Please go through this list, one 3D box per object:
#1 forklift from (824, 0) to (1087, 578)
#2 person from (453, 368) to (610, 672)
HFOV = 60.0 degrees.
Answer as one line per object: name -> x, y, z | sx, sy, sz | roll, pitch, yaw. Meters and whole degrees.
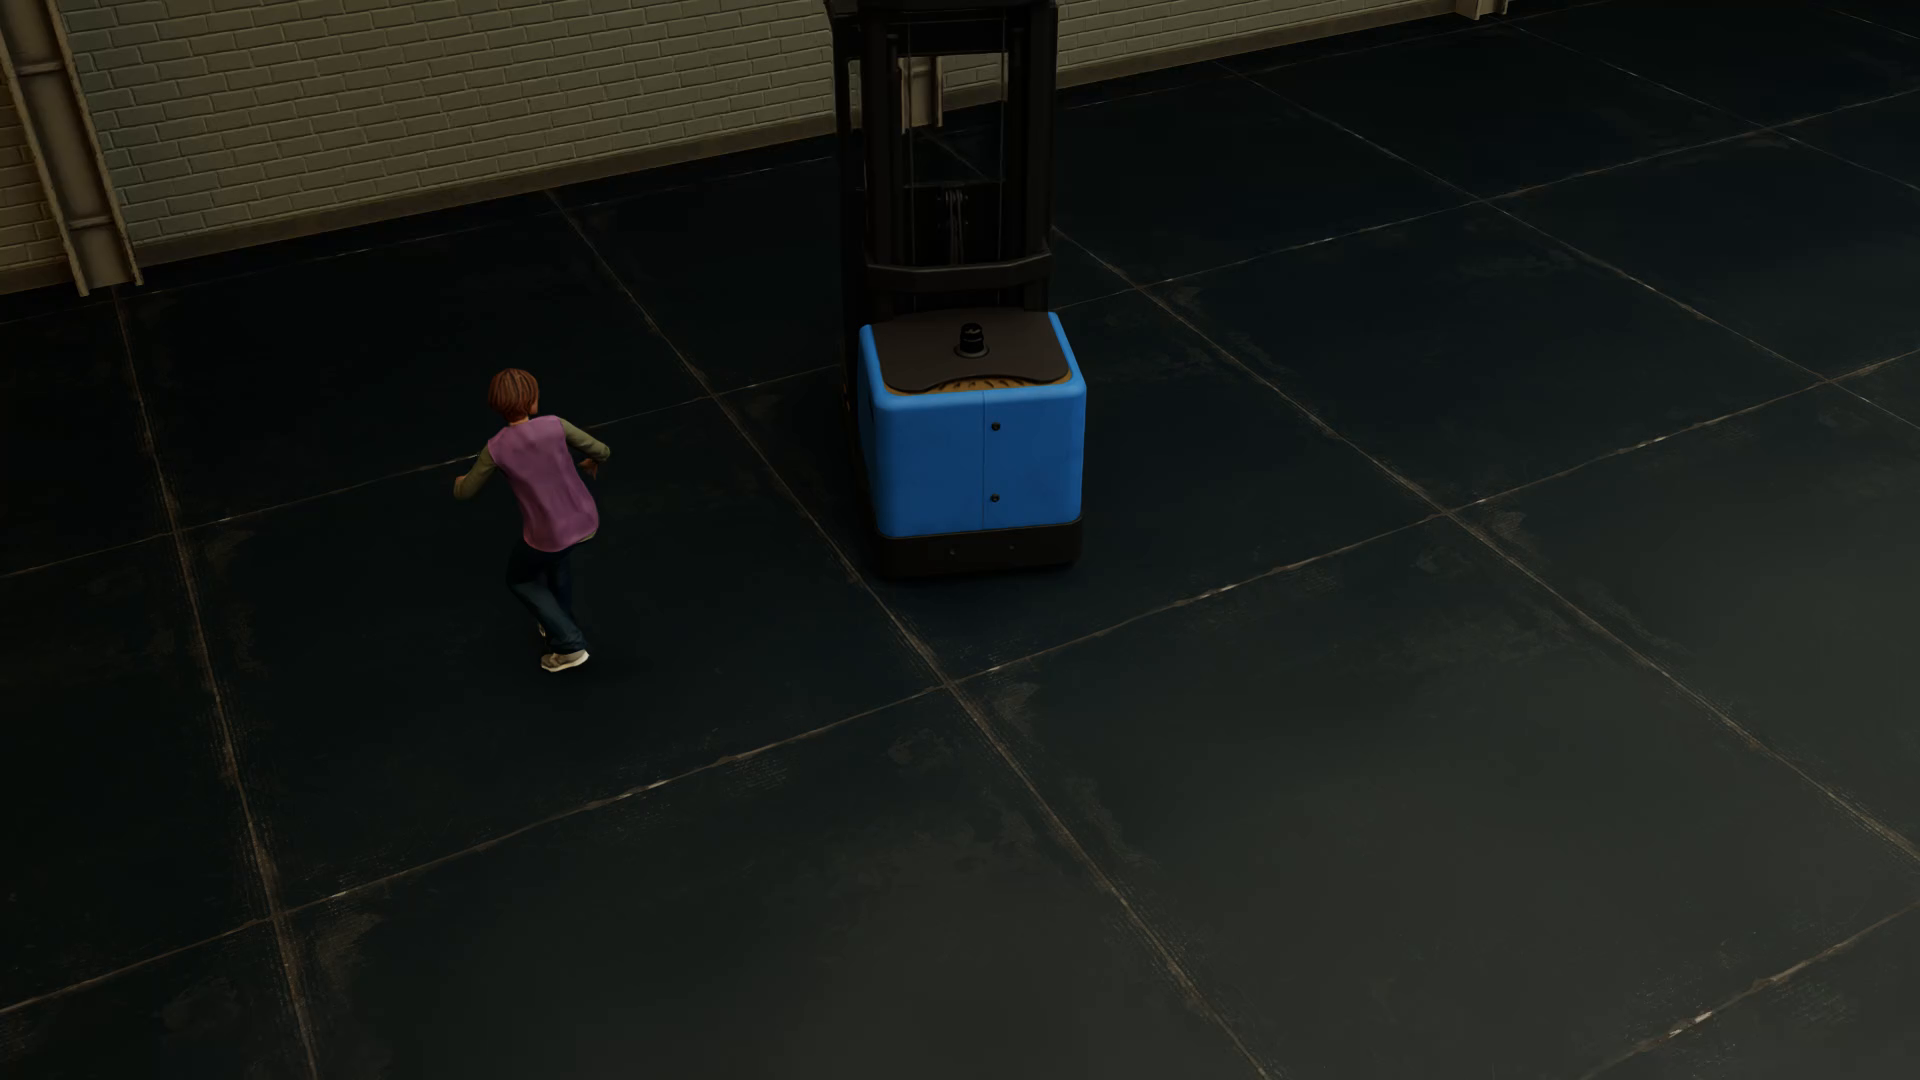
forklift -> -0.108, -1.850, 8.740 | 1.130, 2.935, 3.031 | -5, 36, -7
person -> -1.919, -0.128, 7.547 | 0.694, 1.505, 0.672 | -28, 44, -34
